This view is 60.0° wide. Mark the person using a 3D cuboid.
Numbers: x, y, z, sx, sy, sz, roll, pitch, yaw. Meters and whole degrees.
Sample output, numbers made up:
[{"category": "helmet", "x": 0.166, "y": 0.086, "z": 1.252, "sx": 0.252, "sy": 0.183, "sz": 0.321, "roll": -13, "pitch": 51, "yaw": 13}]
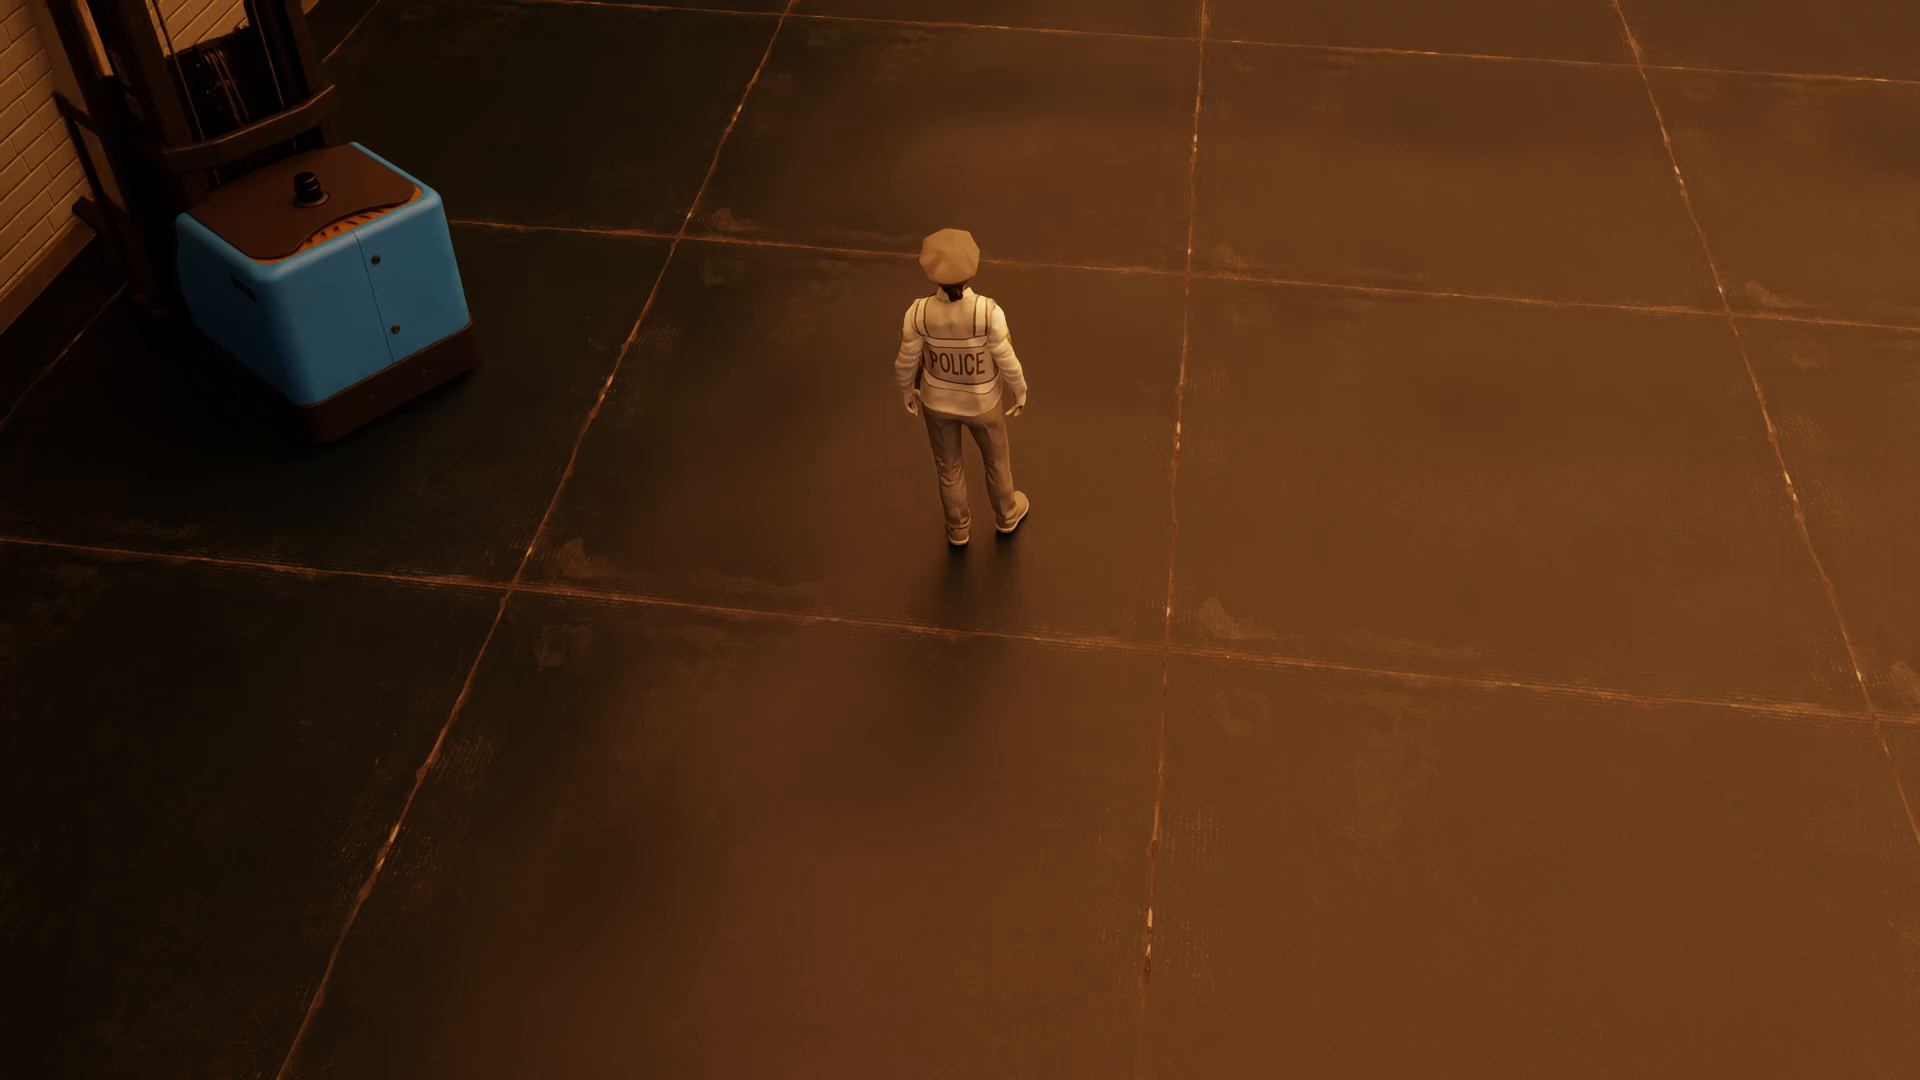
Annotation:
[{"category": "person", "x": 0.016, "y": -0.675, "z": 7.363, "sx": 0.586, "sy": 1.694, "sz": 0.530, "roll": 5, "pitch": 43, "yaw": 6}]

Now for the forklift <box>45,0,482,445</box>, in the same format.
[{"category": "forklift", "x": -3.966, "y": -2.426, "z": 8.365, "sx": 3.031, "sy": 2.935, "sz": 1.130, "roll": 32, "pitch": 51, "yaw": 30}]
